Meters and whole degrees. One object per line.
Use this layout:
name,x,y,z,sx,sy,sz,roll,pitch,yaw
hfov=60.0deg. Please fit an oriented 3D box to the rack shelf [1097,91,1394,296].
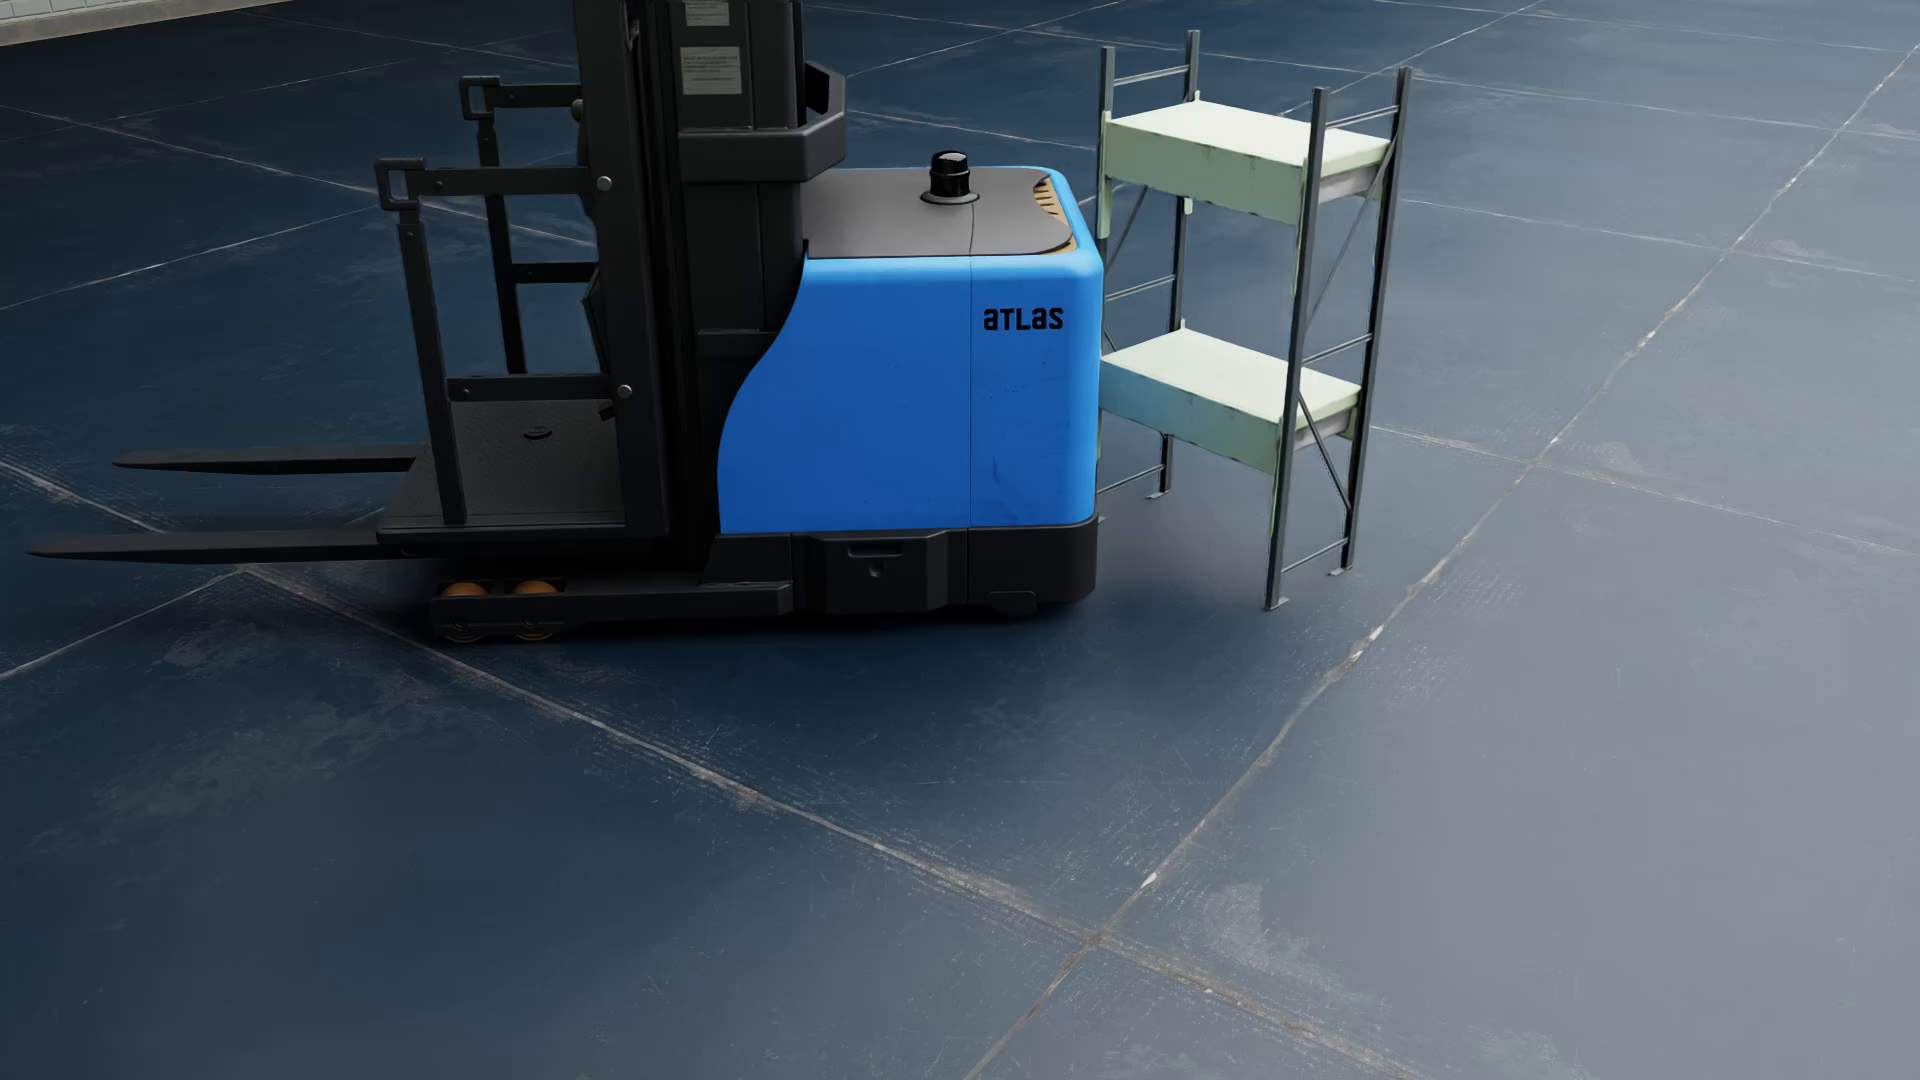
rack shelf,0.797,-0.994,4.690,0.431,0.370,0.720,-22,35,-37

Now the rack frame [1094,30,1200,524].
rack frame,0.550,-0.769,5.108,0.400,1.500,0.023,-22,35,-37

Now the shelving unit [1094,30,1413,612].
shelving unit,0.797,-0.646,4.867,0.431,1.500,0.755,-22,35,-37

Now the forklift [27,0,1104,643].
forklift,-1.144,-1.264,4.503,3.031,2.935,1.130,-2,27,-3

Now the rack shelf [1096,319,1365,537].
rack shelf,0.797,-0.356,5.014,0.431,0.370,0.720,-22,35,-37

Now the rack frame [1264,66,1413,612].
rack frame,1.043,-0.524,4.626,0.400,1.500,0.023,-22,35,-37
